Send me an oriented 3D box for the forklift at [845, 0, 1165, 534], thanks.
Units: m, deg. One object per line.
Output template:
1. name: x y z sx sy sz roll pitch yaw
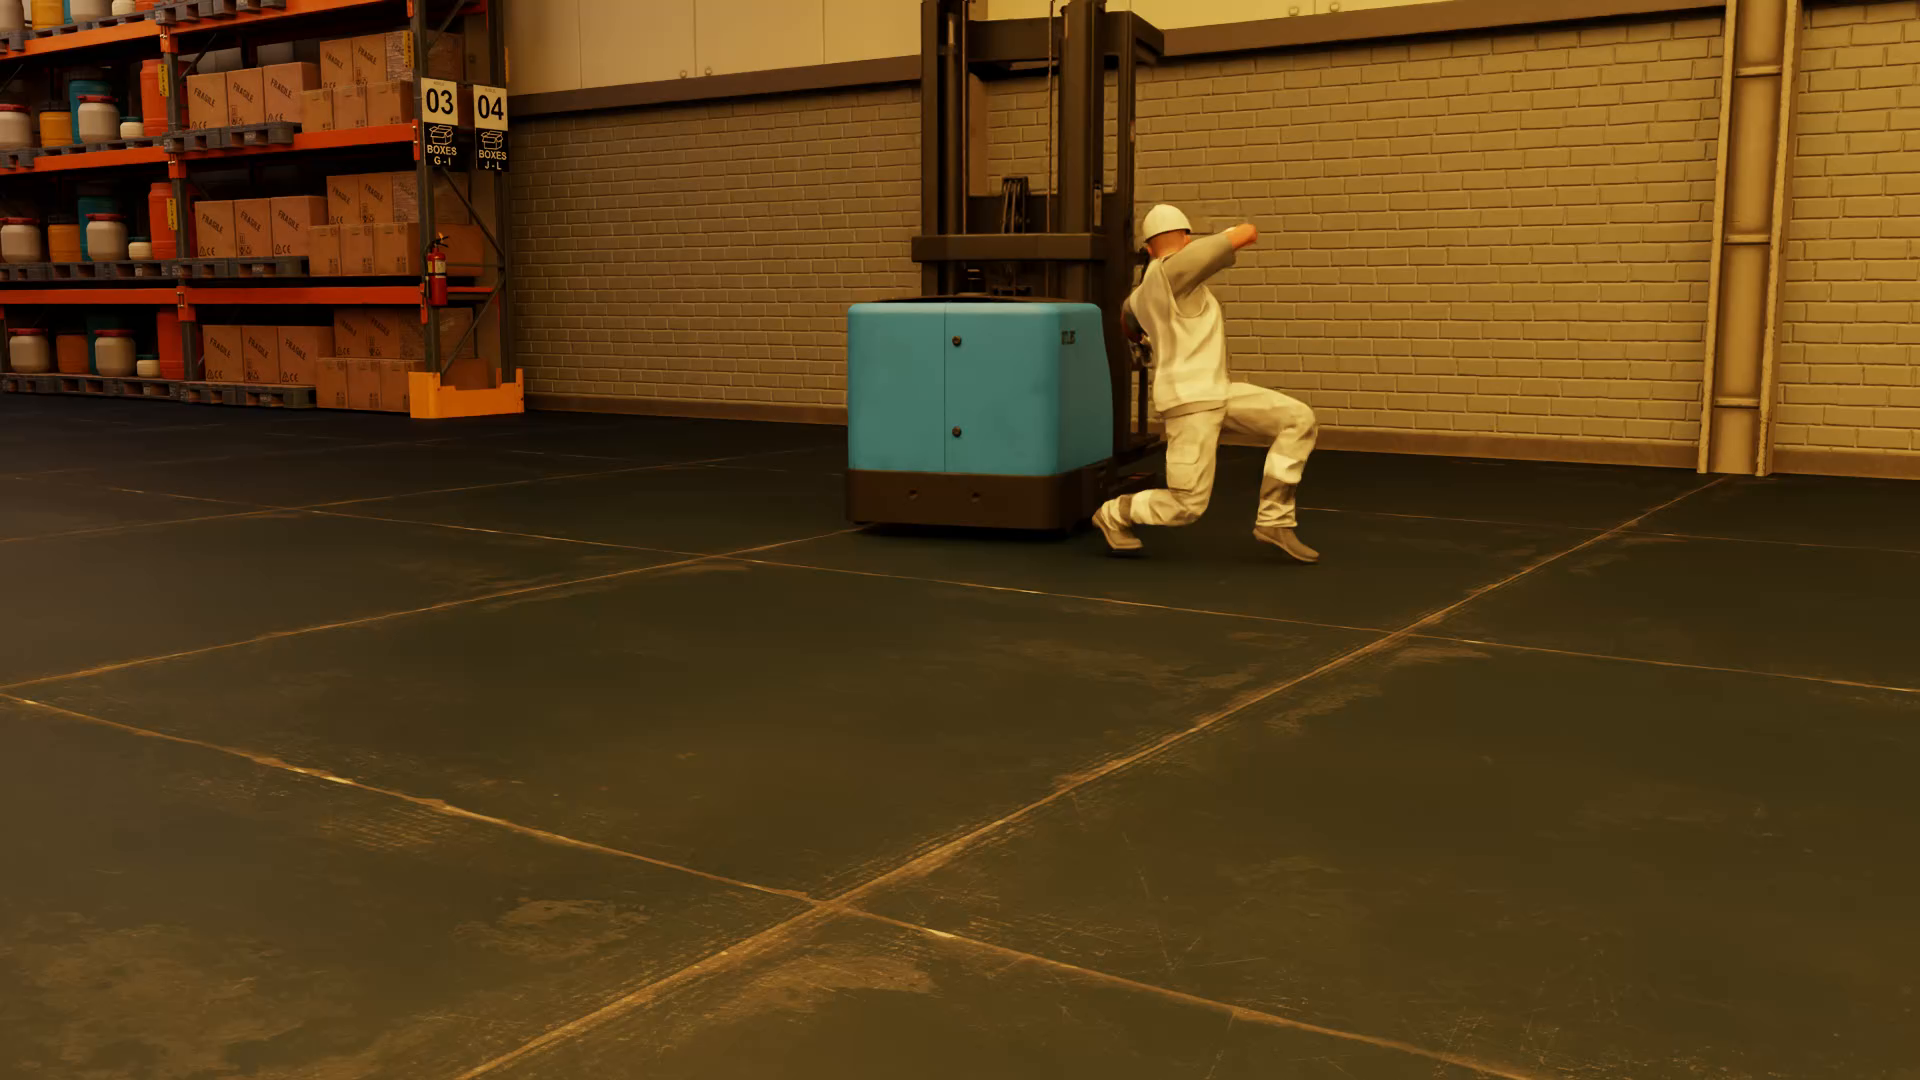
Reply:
1. forklift: 0.435 -1.646 8.767 1.130 2.935 3.031 3 9 19

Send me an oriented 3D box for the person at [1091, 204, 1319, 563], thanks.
1. person: 1.077 -0.681 7.101 0.977 1.468 0.995 2 8 17
